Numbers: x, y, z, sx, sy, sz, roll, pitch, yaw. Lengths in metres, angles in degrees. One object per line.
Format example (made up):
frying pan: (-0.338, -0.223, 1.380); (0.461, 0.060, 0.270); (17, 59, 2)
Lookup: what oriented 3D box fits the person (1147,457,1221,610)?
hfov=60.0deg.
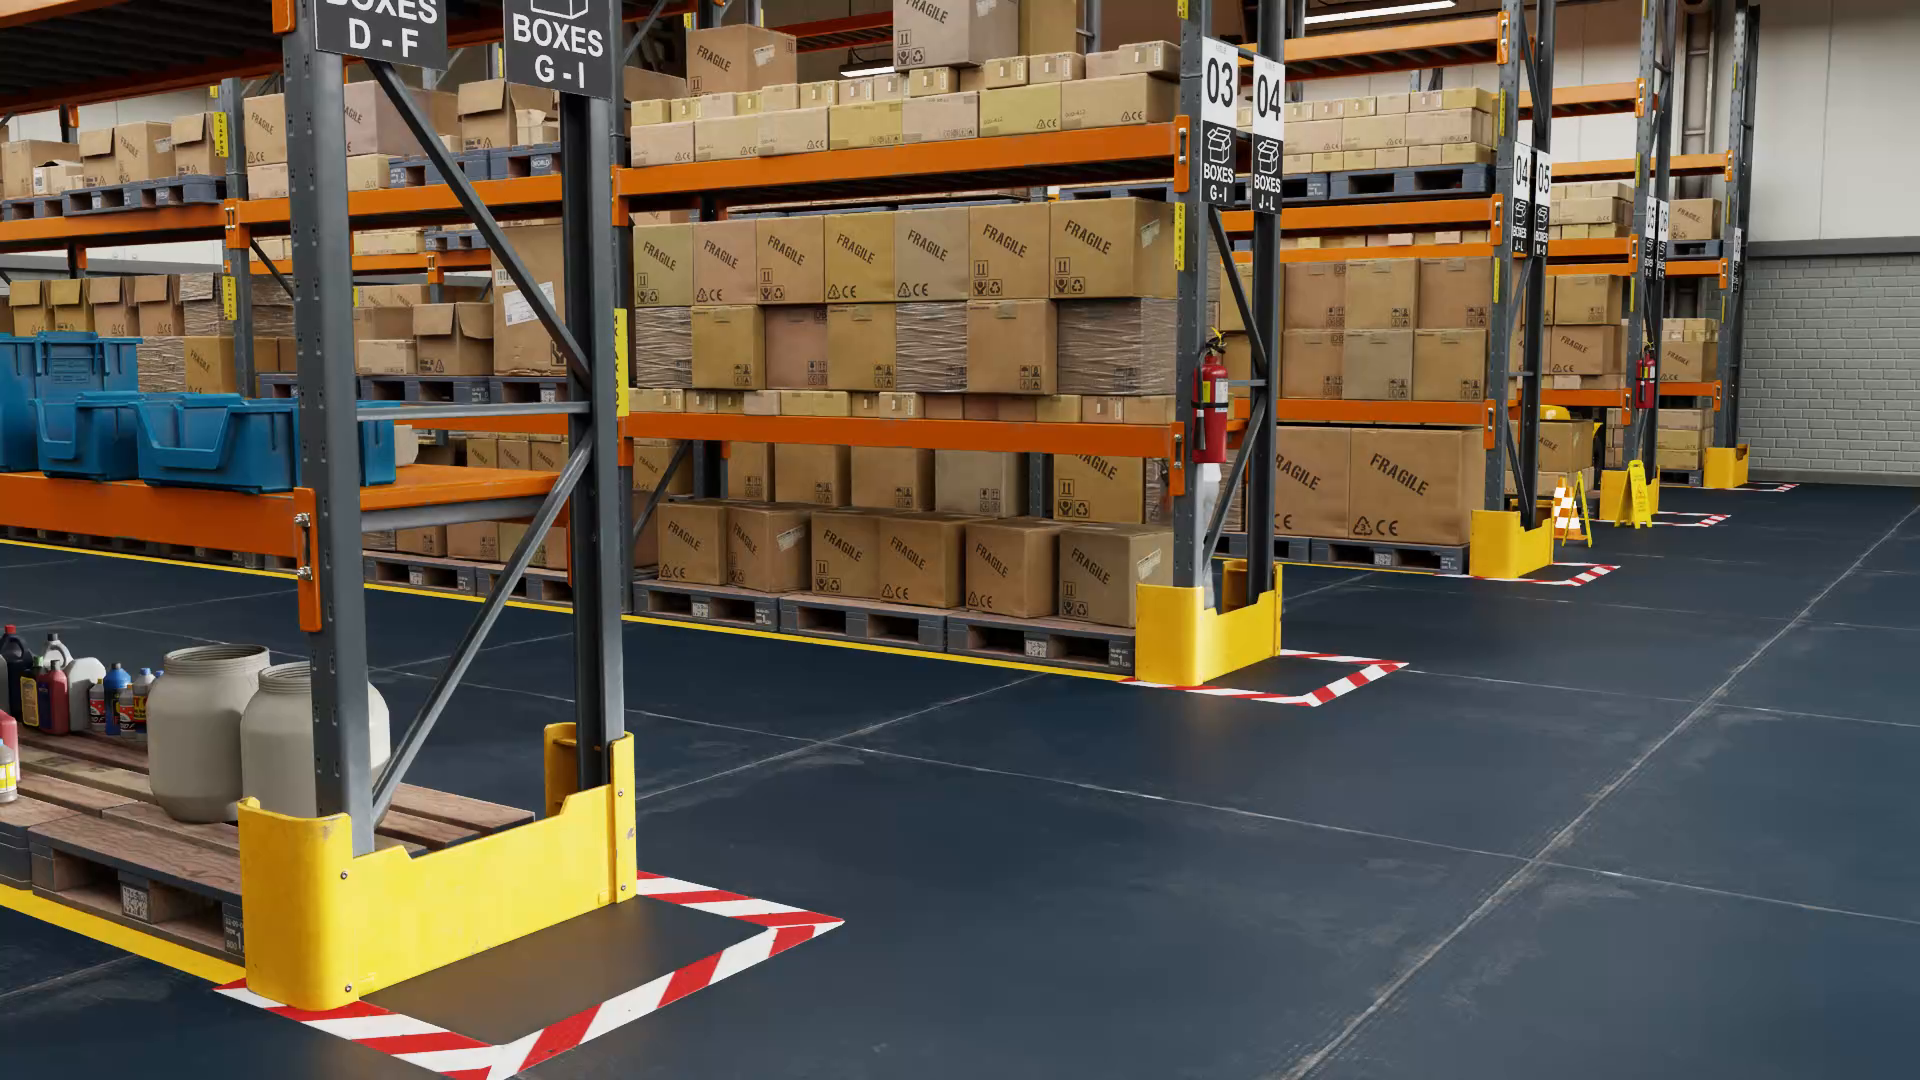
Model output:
person: (1.397, -0.309, 10.330); (0.390, 1.671, 0.468); (4, 8, 32)
